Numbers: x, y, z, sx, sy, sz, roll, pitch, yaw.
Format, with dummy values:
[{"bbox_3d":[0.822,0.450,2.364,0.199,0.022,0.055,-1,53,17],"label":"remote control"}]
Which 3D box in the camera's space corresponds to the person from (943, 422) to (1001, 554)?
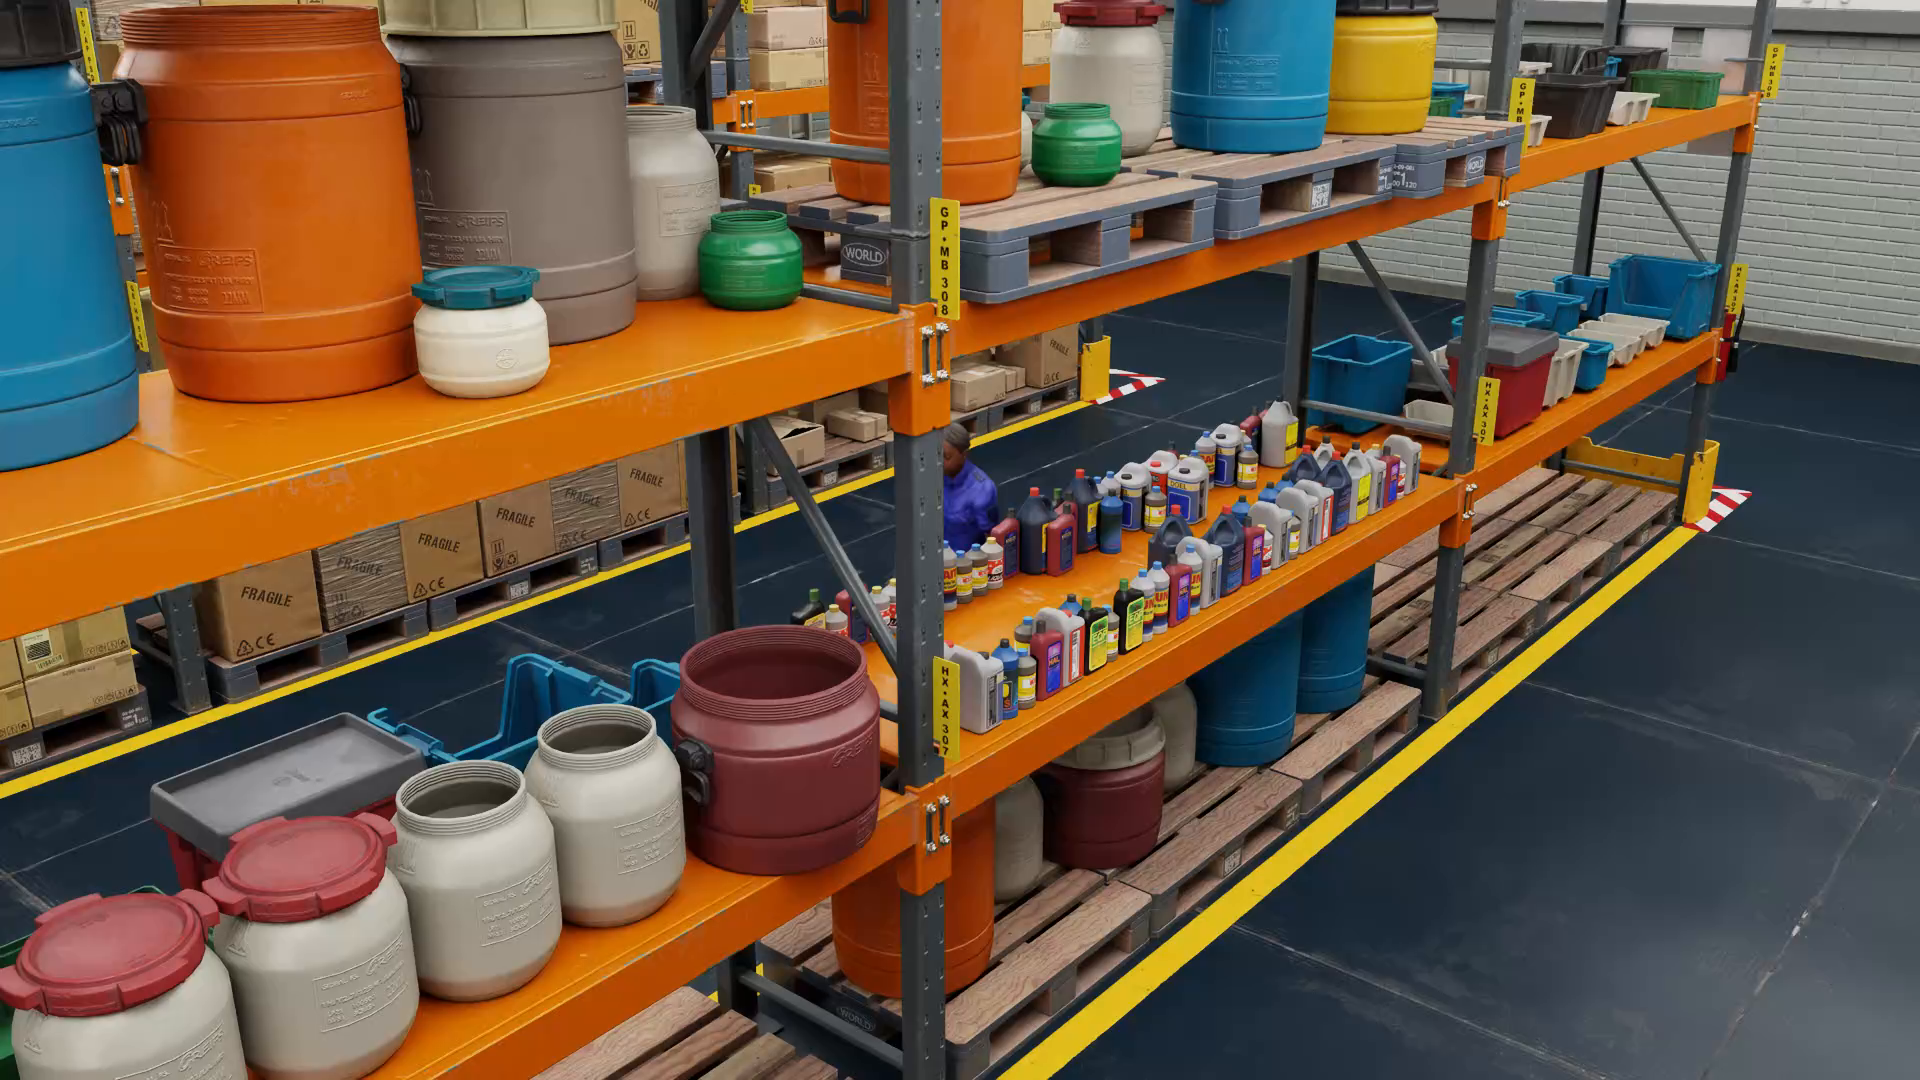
[{"bbox_3d":[-0.047,0.208,8.023,0.515,1.653,0.402,14,25,34],"label":"person"}]
